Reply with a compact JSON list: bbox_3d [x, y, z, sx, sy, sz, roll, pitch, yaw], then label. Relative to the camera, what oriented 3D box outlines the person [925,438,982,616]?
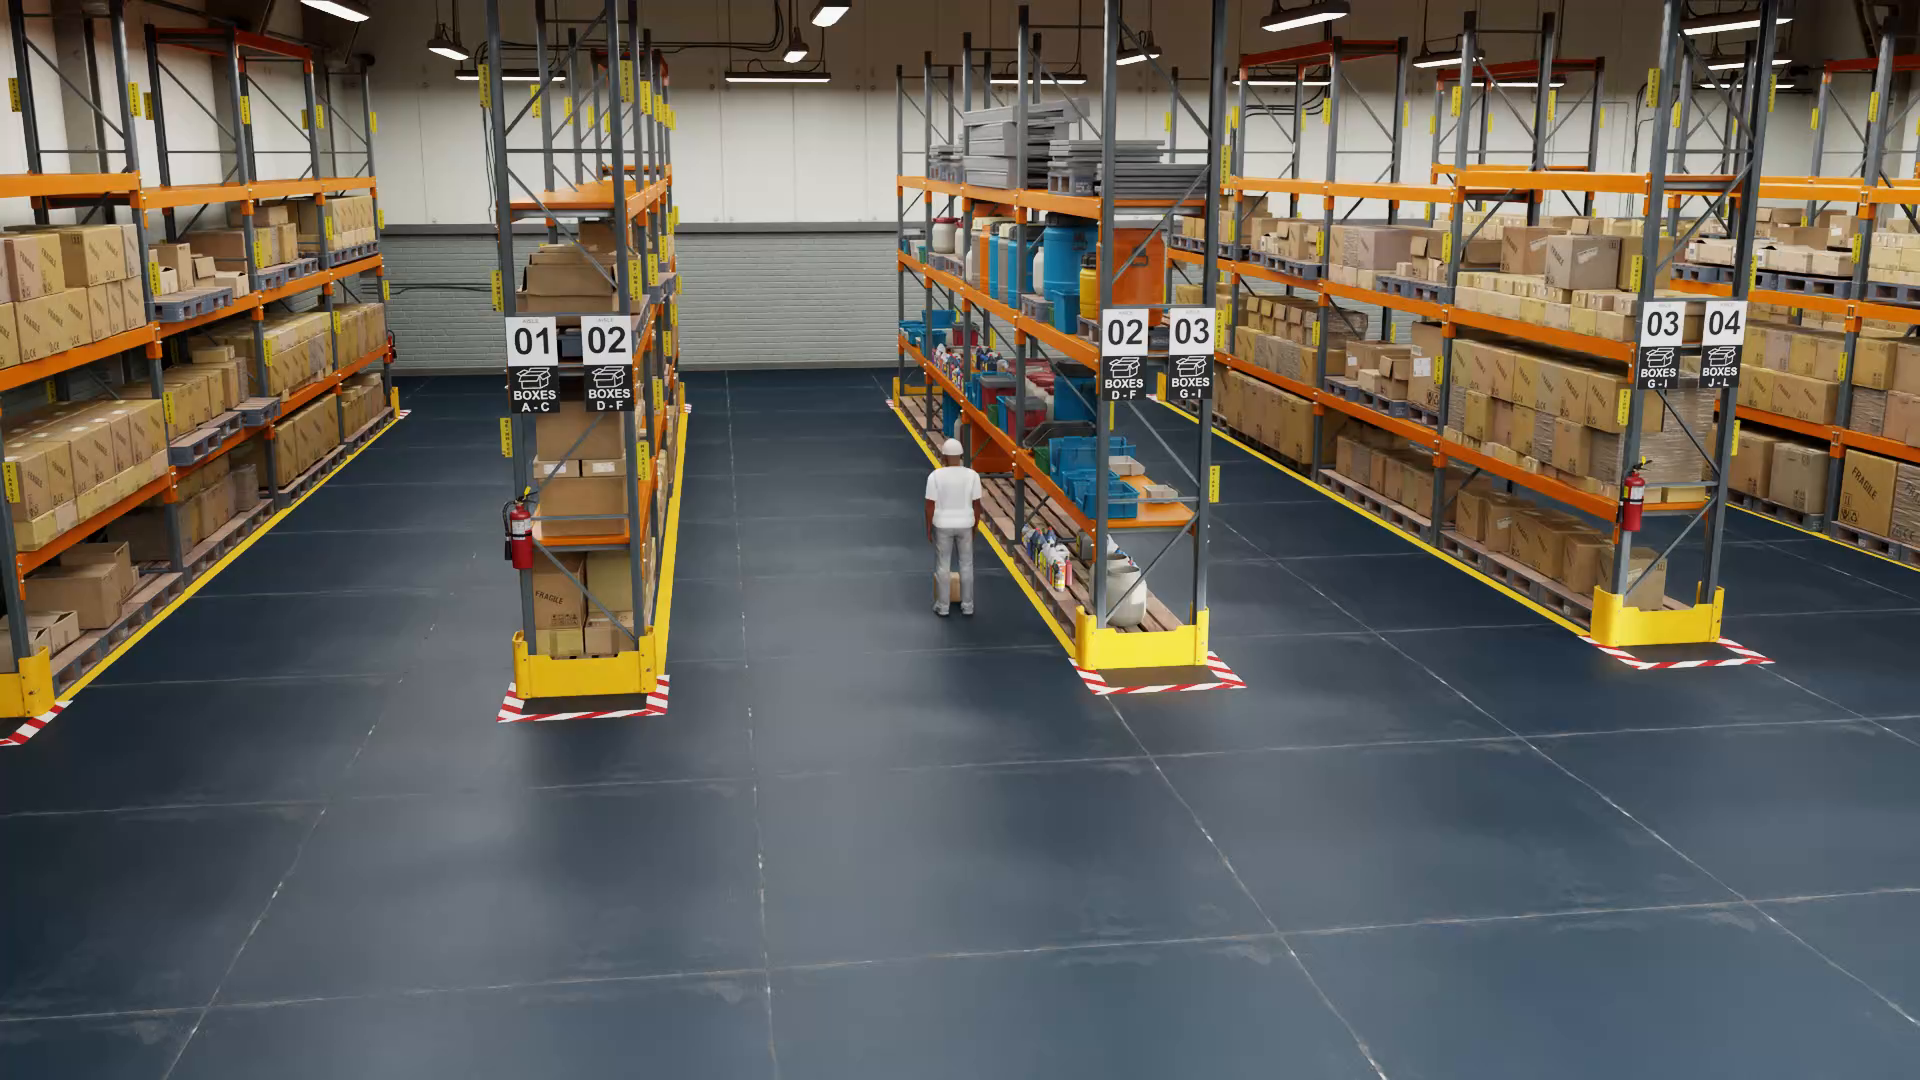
[{"bbox_3d":[-0.071,-0.135,16.519,0.561,1.763,0.353,-2,13,-7],"label":"person"}]
